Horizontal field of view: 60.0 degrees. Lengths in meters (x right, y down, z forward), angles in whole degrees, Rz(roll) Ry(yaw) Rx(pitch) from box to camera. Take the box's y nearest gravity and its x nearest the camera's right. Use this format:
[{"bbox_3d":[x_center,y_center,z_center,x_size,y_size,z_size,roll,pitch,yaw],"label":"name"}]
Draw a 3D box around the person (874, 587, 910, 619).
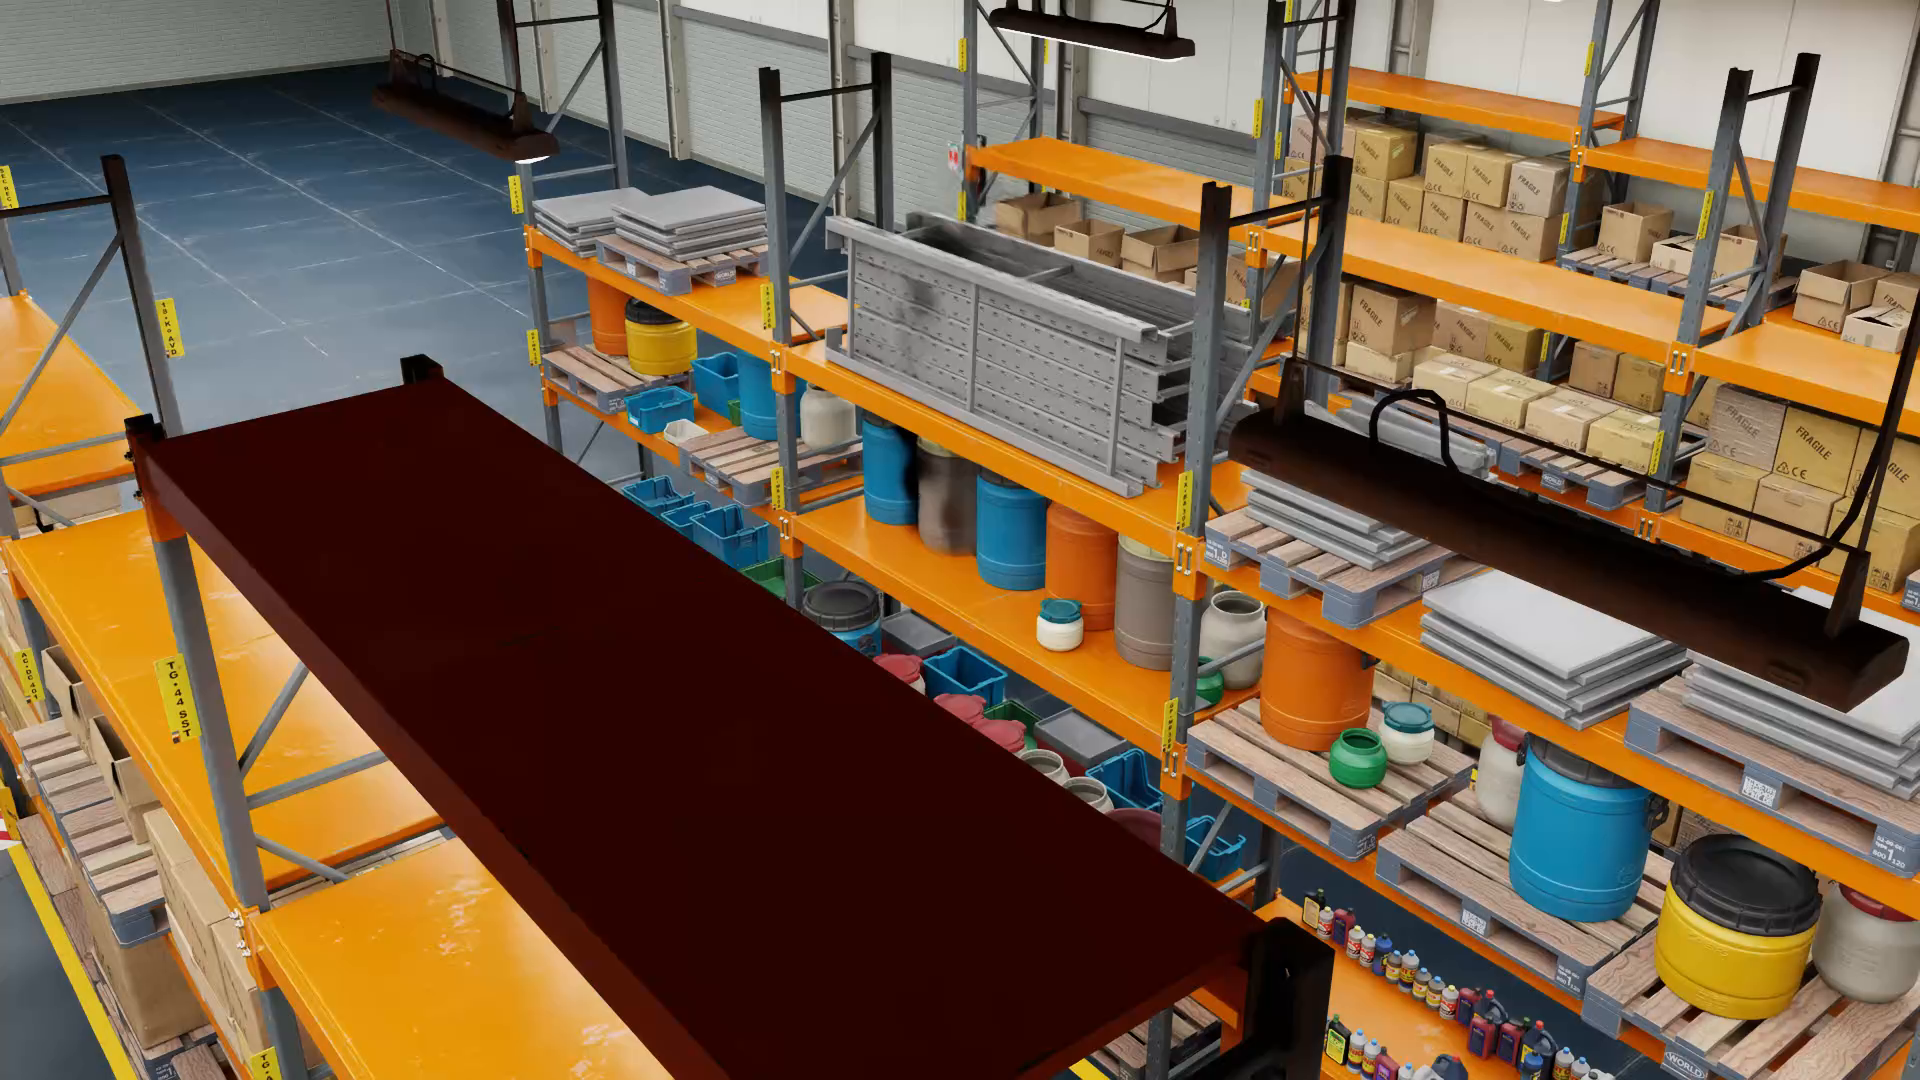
[{"bbox_3d":[-0.559,0.537,15.120,0.608,1.833,0.855,-19,32,-34],"label":"person"}]
